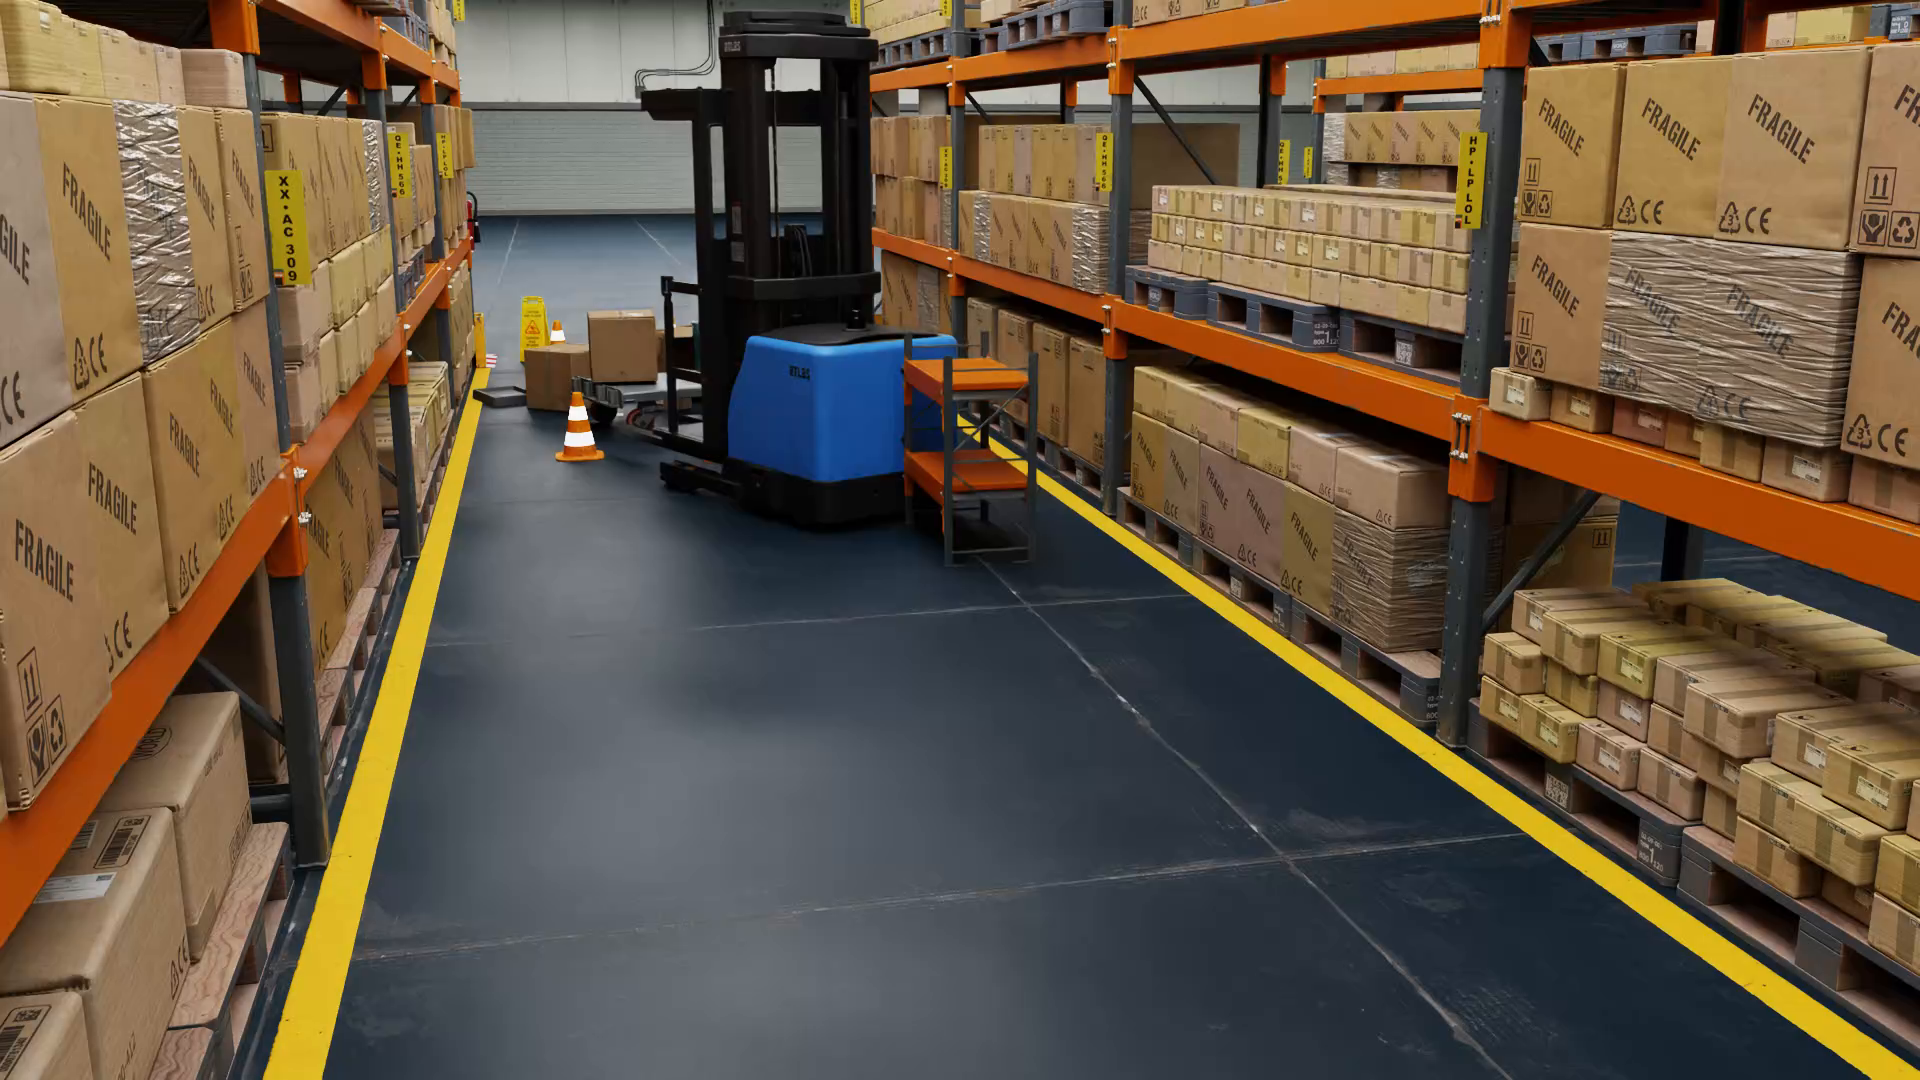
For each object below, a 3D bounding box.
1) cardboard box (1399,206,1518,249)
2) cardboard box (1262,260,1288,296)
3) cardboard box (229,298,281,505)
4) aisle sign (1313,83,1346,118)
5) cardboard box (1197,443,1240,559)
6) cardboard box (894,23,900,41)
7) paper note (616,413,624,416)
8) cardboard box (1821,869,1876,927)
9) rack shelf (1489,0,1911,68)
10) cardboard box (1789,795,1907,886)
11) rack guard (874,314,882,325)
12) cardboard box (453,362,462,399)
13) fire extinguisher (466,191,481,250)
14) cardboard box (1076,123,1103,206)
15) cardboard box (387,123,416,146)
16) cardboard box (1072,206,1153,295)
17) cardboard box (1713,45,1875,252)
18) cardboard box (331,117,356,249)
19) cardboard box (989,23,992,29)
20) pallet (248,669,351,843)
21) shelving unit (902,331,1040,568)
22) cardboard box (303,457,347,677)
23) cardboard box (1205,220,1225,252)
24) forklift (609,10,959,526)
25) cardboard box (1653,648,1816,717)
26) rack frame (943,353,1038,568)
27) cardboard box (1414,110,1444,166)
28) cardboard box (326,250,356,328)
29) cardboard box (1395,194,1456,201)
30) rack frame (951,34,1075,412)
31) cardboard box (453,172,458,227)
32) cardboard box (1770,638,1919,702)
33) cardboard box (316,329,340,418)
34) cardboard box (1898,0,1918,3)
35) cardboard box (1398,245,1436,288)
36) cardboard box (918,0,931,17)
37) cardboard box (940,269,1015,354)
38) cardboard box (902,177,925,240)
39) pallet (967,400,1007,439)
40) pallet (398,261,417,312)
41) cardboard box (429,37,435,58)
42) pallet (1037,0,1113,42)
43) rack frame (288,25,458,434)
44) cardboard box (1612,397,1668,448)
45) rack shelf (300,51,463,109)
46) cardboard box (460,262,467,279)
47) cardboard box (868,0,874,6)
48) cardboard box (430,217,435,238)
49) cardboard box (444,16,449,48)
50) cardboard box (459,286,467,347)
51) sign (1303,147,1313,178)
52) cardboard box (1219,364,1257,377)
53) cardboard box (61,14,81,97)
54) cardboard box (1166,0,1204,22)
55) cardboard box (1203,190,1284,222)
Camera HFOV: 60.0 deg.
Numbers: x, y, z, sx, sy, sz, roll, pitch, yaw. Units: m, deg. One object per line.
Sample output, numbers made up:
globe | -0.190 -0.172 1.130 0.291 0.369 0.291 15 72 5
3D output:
cardboard box | 1.957 -1.226 6.517 0.380 0.149 0.250 -4 14 -15
cardboard box | 1.648 -1.236 7.811 0.380 0.149 0.250 -4 14 -15
cardboard box | -2.125 -0.368 4.404 0.500 0.500 0.500 -3 14 -13
aisle sign | 4.026 -4.994 18.069 0.394 0.787 0.004 -3 14 -13
cardboard box | 1.530 -0.213 8.360 0.500 0.500 0.500 -4 14 -15
cardboard box | -0.387 -4.621 15.134 0.380 0.149 0.250 -3 14 -13
paper note | -2.828 -1.033 13.591 0.148 0.019 0.142 -3 14 -13
cardboard box | 2.558 0.924 4.445 0.380 0.149 0.250 -3 14 -12
rack shelf | 2.775 -1.358 3.861 1.077 0.370 4.000 -3 14 -13
cardboard box | 2.451 0.781 4.406 0.380 0.149 0.250 -3 14 -13
rack guard | -0.519 -2.271 17.670 1.175 0.500 0.348 -3 14 -13
cardboard box | -4.238 -1.277 13.244 0.500 0.250 0.500 -4 14 -16
fire extinguisher | -4.880 -3.195 16.349 0.296 0.674 0.183 -3 14 -13
cardboard box | 1.150 -2.389 10.570 0.700 0.500 0.500 -3 14 -14
cardboard box | -3.772 -2.656 10.890 0.380 0.149 0.250 -4 14 -16
cardboard box | 0.999 -1.772 10.149 0.500 0.500 0.500 -3 14 -13
cardboard box | 2.399 -1.036 4.404 0.500 0.500 0.500 -3 14 -12
cardboard box | -2.696 -1.415 6.581 0.500 0.500 0.500 -4 14 -14
cardboard box | 0.430 -4.482 14.568 0.380 0.149 0.250 -4 14 -14
pallet | -2.737 0.768 5.838 1.003 0.211 1.213 -3 14 -13
shelving unit | 0.042 -0.532 9.236 0.538 1.125 1.048 -3 14 -13
cardboard box | -2.926 0.069 6.416 0.875 0.875 0.875 -3 14 -12
cardboard box | 1.475 -1.556 8.494 0.380 0.149 0.250 -3 14 -13
forklift | -1.304 -1.798 10.611 1.130 2.935 3.031 -11 17 -37
cardboard box | 2.382 0.453 5.123 0.380 0.149 0.250 -4 14 -15
rack frame | 0.161 -0.415 8.756 0.500 1.125 0.032 -3 14 -13
cardboard box | 4.663 -3.808 15.751 0.500 0.500 0.500 -3 14 -13
cardboard box | -2.554 -0.936 6.202 0.500 0.250 0.500 -3 14 -12
cardboard box | 2.288 -1.559 7.881 0.380 0.149 0.250 -3 14 -11
rack frame | 0.426 -2.557 13.574 1.000 3.000 0.127 -3 14 -13
cardboard box | -4.578 -2.915 14.199 0.500 0.500 0.500 -3 14 -13
cardboard box | 2.791 0.426 5.233 0.380 0.149 0.250 -3 14 -11
cardboard box | -2.453 -0.575 5.777 0.500 0.250 0.500 -4 14 -15
cardboard box | 5.855 -3.732 10.799 0.500 0.500 0.500 -3 14 -12
cardboard box | 1.957 -1.080 6.544 0.380 0.149 0.250 -3 14 -13
cardboard box | -0.057 -4.555 14.023 0.500 0.250 0.500 -3 14 -13
cardboard box | 0.346 -1.878 14.386 0.875 0.875 0.875 -3 14 -12
cardboard box | -0.058 -3.088 15.430 0.875 0.550 0.500 -3 14 -13
pallet | 0.681 -1.029 13.194 1.003 0.211 1.213 -3 14 -13
pallet | -3.693 -1.401 9.244 1.213 0.211 1.003 -3 14 -13
cardboard box | -4.201 -3.742 12.634 0.380 0.149 0.250 -3 14 -13
pallet | 1.163 -3.145 10.059 1.213 0.211 1.003 -3 14 -11
rack frame | -4.362 -2.258 12.349 1.000 3.000 0.127 -3 14 -13
cardboard box | 2.300 -0.392 5.241 0.380 0.149 0.250 -4 14 -16
rack shelf | -4.831 -3.827 13.967 1.077 0.370 4.000 -3 14 -13
cardboard box | -4.652 -2.419 14.970 0.380 0.149 0.250 -3 14 -12
cardboard box | -0.686 -5.302 16.244 0.380 0.149 0.250 -3 14 -13
cardboard box | -3.973 -2.237 11.906 0.380 0.149 0.250 -3 14 -12
cardboard box | -4.555 -4.255 13.891 0.500 0.250 0.500 -3 14 -13
cardboard box | -4.495 -1.884 14.148 0.500 0.500 0.500 -3 14 -10
sign | 3.804 -4.123 18.161 0.100 0.325 0.005 -3 14 -13
cardboard box | 1.781 -0.845 9.369 0.500 0.250 0.500 -4 14 -15
cardboard box | -1.790 -0.854 2.919 0.380 0.149 0.250 -3 14 -13
cardboard box | 1.365 -2.879 8.359 0.500 0.500 0.500 -3 14 -13
cardboard box | 1.466 -1.708 8.490 0.380 0.149 0.250 -4 14 -16
